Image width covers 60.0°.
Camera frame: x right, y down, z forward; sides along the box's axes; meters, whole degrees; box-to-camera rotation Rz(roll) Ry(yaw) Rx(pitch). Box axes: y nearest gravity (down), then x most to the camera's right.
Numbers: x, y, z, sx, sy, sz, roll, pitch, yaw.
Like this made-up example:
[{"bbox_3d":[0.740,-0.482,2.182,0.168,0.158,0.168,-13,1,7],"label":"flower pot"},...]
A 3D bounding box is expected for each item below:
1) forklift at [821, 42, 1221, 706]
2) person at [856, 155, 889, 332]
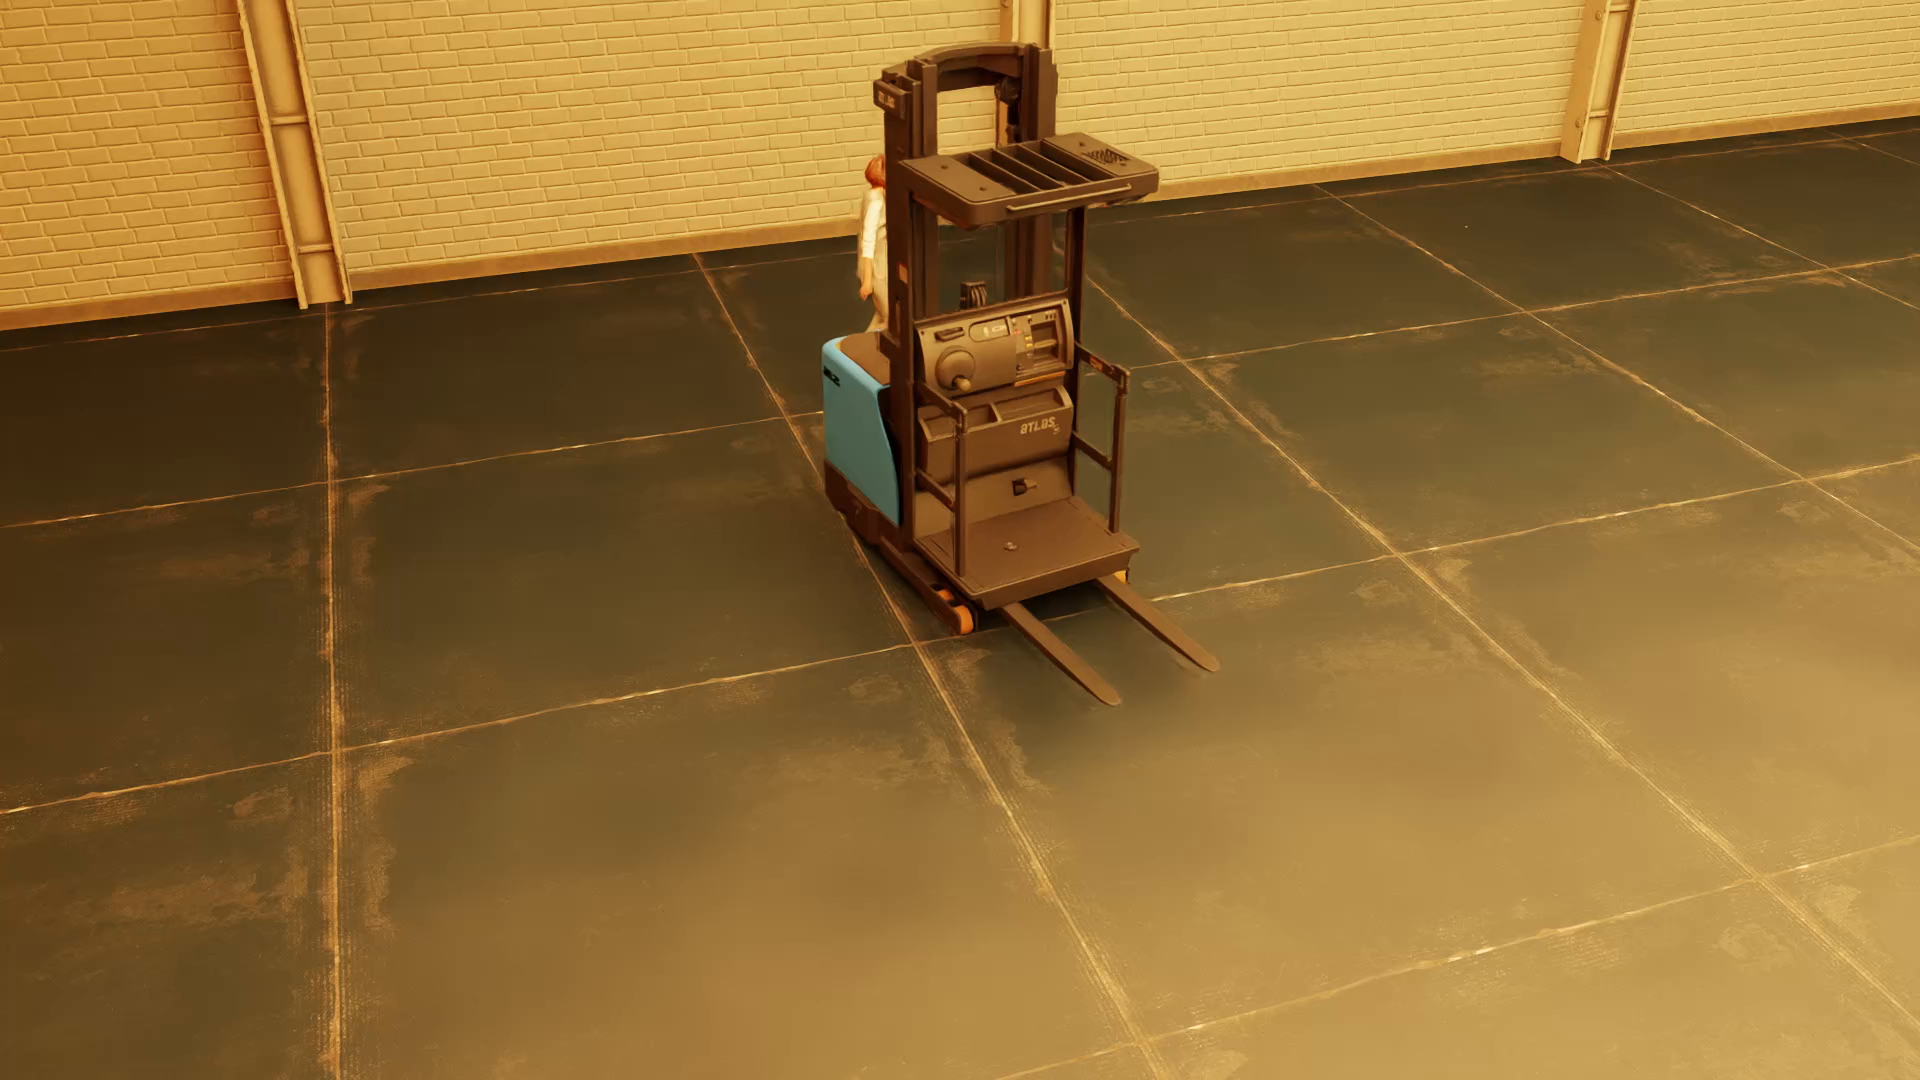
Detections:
[{"bbox_3d":[0.305,-1.005,8.834,1.130,2.935,3.031,-15,33,-25],"label":"forklift"},{"bbox_3d":[-0.607,-1.835,11.285,0.438,1.499,0.722,-1,30,-2],"label":"person"}]
